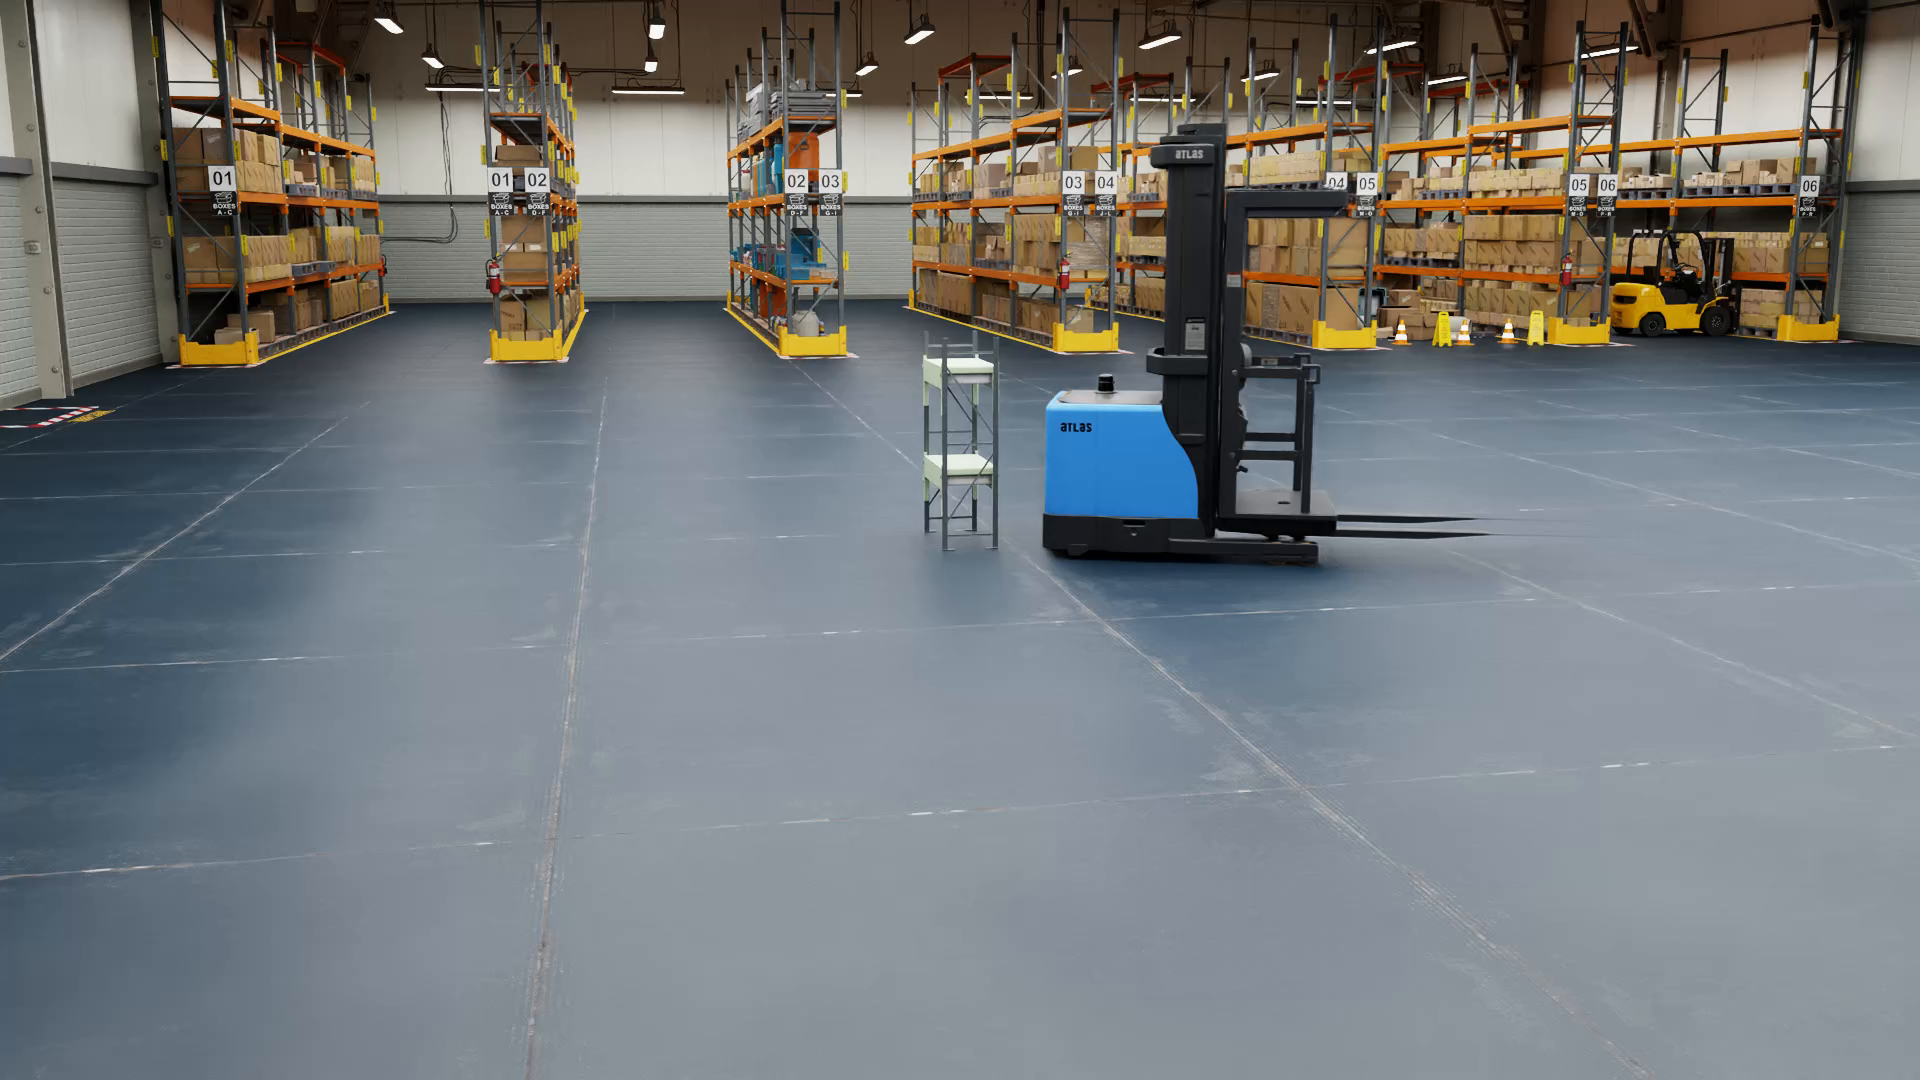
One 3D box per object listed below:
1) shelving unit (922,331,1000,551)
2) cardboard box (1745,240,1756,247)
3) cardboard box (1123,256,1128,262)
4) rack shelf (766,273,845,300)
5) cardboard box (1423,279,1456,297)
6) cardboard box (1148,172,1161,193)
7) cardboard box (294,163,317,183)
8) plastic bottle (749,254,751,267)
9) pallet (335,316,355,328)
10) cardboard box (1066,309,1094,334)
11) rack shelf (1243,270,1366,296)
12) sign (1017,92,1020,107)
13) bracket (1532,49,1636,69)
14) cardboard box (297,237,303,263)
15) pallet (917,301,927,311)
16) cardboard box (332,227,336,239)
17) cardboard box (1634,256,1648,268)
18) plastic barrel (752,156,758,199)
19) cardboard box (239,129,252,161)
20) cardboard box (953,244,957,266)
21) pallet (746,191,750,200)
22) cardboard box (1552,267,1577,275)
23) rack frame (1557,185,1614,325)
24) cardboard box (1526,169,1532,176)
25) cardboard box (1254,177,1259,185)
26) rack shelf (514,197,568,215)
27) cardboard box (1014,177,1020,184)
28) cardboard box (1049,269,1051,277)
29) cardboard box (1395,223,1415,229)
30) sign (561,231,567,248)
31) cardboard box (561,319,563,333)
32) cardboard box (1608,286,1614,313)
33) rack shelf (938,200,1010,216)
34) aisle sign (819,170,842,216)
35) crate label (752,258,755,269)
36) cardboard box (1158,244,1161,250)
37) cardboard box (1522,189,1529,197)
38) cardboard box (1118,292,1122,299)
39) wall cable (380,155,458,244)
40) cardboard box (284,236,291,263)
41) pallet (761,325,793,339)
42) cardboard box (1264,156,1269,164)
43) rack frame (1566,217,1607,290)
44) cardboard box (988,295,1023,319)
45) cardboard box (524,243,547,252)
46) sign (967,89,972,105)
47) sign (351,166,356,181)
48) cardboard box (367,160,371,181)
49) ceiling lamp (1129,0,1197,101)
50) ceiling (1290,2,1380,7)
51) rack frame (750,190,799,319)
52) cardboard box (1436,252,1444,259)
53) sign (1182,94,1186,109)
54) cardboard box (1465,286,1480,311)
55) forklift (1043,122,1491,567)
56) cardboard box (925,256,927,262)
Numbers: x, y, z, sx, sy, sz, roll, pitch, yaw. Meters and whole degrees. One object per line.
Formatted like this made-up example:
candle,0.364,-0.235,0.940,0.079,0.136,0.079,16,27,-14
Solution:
shelving unit,0.001,-0.736,12.050,0.431,1.500,0.755,-2,11,-11
cardboard box,16.353,-6.082,34.125,0.380,0.149,0.250,-2,11,-13
cardboard box,4.420,-7.257,42.972,0.380,0.149,0.250,-2,11,-13
rack shelf,-2.937,-4.764,31.126,1.077,0.370,4.000,-2,11,-11
cardboard box,13.814,-7.271,47.927,0.797,0.503,0.637,-3,11,-13
cardboard box,5.033,-8.735,40.648,0.797,0.503,0.637,-2,11,-12
cardboard box,-13.970,-7.681,35.064,0.700,0.500,0.500,-3,11,-15
plastic bottle,-4.823,-6.428,38.260,0.061,0.283,0.133,-2,11,-11
pallet,-14.135,-4.858,37.155,1.003,0.211,1.213,-2,11,-11
cardboard box,2.206,-4.024,30.877,0.500,0.500,0.500,0,11,0
rack shelf,6.807,-5.106,32.922,1.077,0.370,4.000,-2,11,-11
sign,1.285,-9.864,37.244,0.100,0.325,0.005,-2,11,-11
bracket,15.551,-11.984,41.465,0.076,0.066,4.783,-2,11,-11
cardboard box,-13.369,-5.706,32.707,0.700,0.500,0.500,-1,11,-3
pallet,-0.569,-6.351,45.000,1.003,0.211,1.213,-2,11,-11
cardboard box,-13.762,-6.622,35.842,0.500,0.250,0.500,-2,11,-12
cardboard box,15.664,-6.307,37.710,0.500,0.250,0.500,-2,11,-11
plastic barrel,-4.157,-7.779,35.680,0.600,0.901,0.600,0,11,0
cardboard box,-12.150,-6.587,27.764,0.500,0.500,0.500,-2,11,-12
cardboard box,0.122,-6.808,39.677,0.500,0.500,0.500,-2,11,-10
pallet,-4.410,-7.984,38.602,1.003,0.211,1.213,-2,11,-11
cardboard box,11.749,-5.228,32.314,0.380,0.149,0.250,-2,11,-9
rack frame,12.031,-5.291,31.971,1.000,3.000,0.127,-2,11,-11
cardboard box,11.531,-7.321,33.155,0.380,0.149,0.250,-2,11,-13
cardboard box,6.207,-7.305,33.812,0.380,0.149,0.250,-2,11,-11
rack shelf,-8.574,-6.791,33.757,1.077,0.370,4.000,-2,11,-11
cardboard box,1.294,-7.189,33.256,0.380,0.149,0.250,-2,11,-13
cardboard box,1.872,-4.988,31.052,0.380,0.149,0.250,-2,11,-11
cardboard box,10.619,-7.398,40.099,0.500,0.500,0.500,-2,11,-13
sign,-7.641,-5.789,32.062,0.100,0.325,0.005,-2,11,-11
cardboard box,-7.881,-4.083,31.855,0.500,0.250,0.500,-2,11,-11
cardboard box,15.718,-5.621,38.934,0.875,0.625,0.625,-3,11,-13
rack shelf,0.366,-7.884,39.500,1.077,0.370,4.000,-2,11,-11
aisle sign,-2.246,-6.025,28.875,0.394,0.787,0.004,-2,11,-11
crate label,-4.389,-6.044,36.378,0.303,0.233,0.416,-2,11,-11
cardboard box,4.941,-7.005,39.733,0.380,0.149,0.250,-2,11,-11
cardboard box,11.466,-6.932,33.243,0.380,0.149,0.250,-2,11,-13
cardboard box,4.354,-6.389,43.446,0.380,0.149,0.250,-3,11,-13
wall cable,-16.127,-9.796,47.904,3.097,2.526,0.112,-2,11,-11
cardboard box,-12.648,-5.353,30.638,0.500,0.500,0.500,-2,11,-11
pallet,-3.516,-4.257,33.996,1.003,0.211,1.213,-2,11,-11
cardboard box,6.304,-7.604,33.252,0.380,0.149,0.250,-2,11,-12
rack frame,15.344,-6.939,40.632,1.000,3.000,0.127,-2,11,-11
cardboard box,1.025,-5.162,36.805,0.700,0.500,0.500,-3,11,-16
cardboard box,-7.272,-5.018,28.537,0.380,0.149,0.250,-2,11,-11
sign,0.211,-9.860,37.014,0.100,0.325,0.005,-2,11,-11
sign,-14.069,-8.494,38.556,0.100,0.325,0.005,-2,11,-11
cardboard box,-14.881,-9.132,41.133,0.500,0.500,0.500,-2,11,-9
ceiling lamp,6.019,-14.444,48.405,2.000,3.185,0.800,-2,11,-11
ceiling,13.838,-16.290,49.648,6.000,0.001,6.000,-2,11,-11
rack frame,-4.104,-6.217,36.840,1.000,3.000,0.127,-2,11,-11
cardboard box,10.763,-6.286,36.752,0.380,0.149,0.250,-2,11,-12
sign,5.109,-9.983,37.868,0.100,0.325,0.005,-2,11,-11
cardboard box,11.103,-5.130,35.353,0.500,0.500,0.500,-2,11,-8
forklift,2.135,-1.364,11.525,3.031,2.935,1.130,2,11,8
cardboard box,-0.703,-7.334,43.379,0.380,0.149,0.250,-2,11,-10
